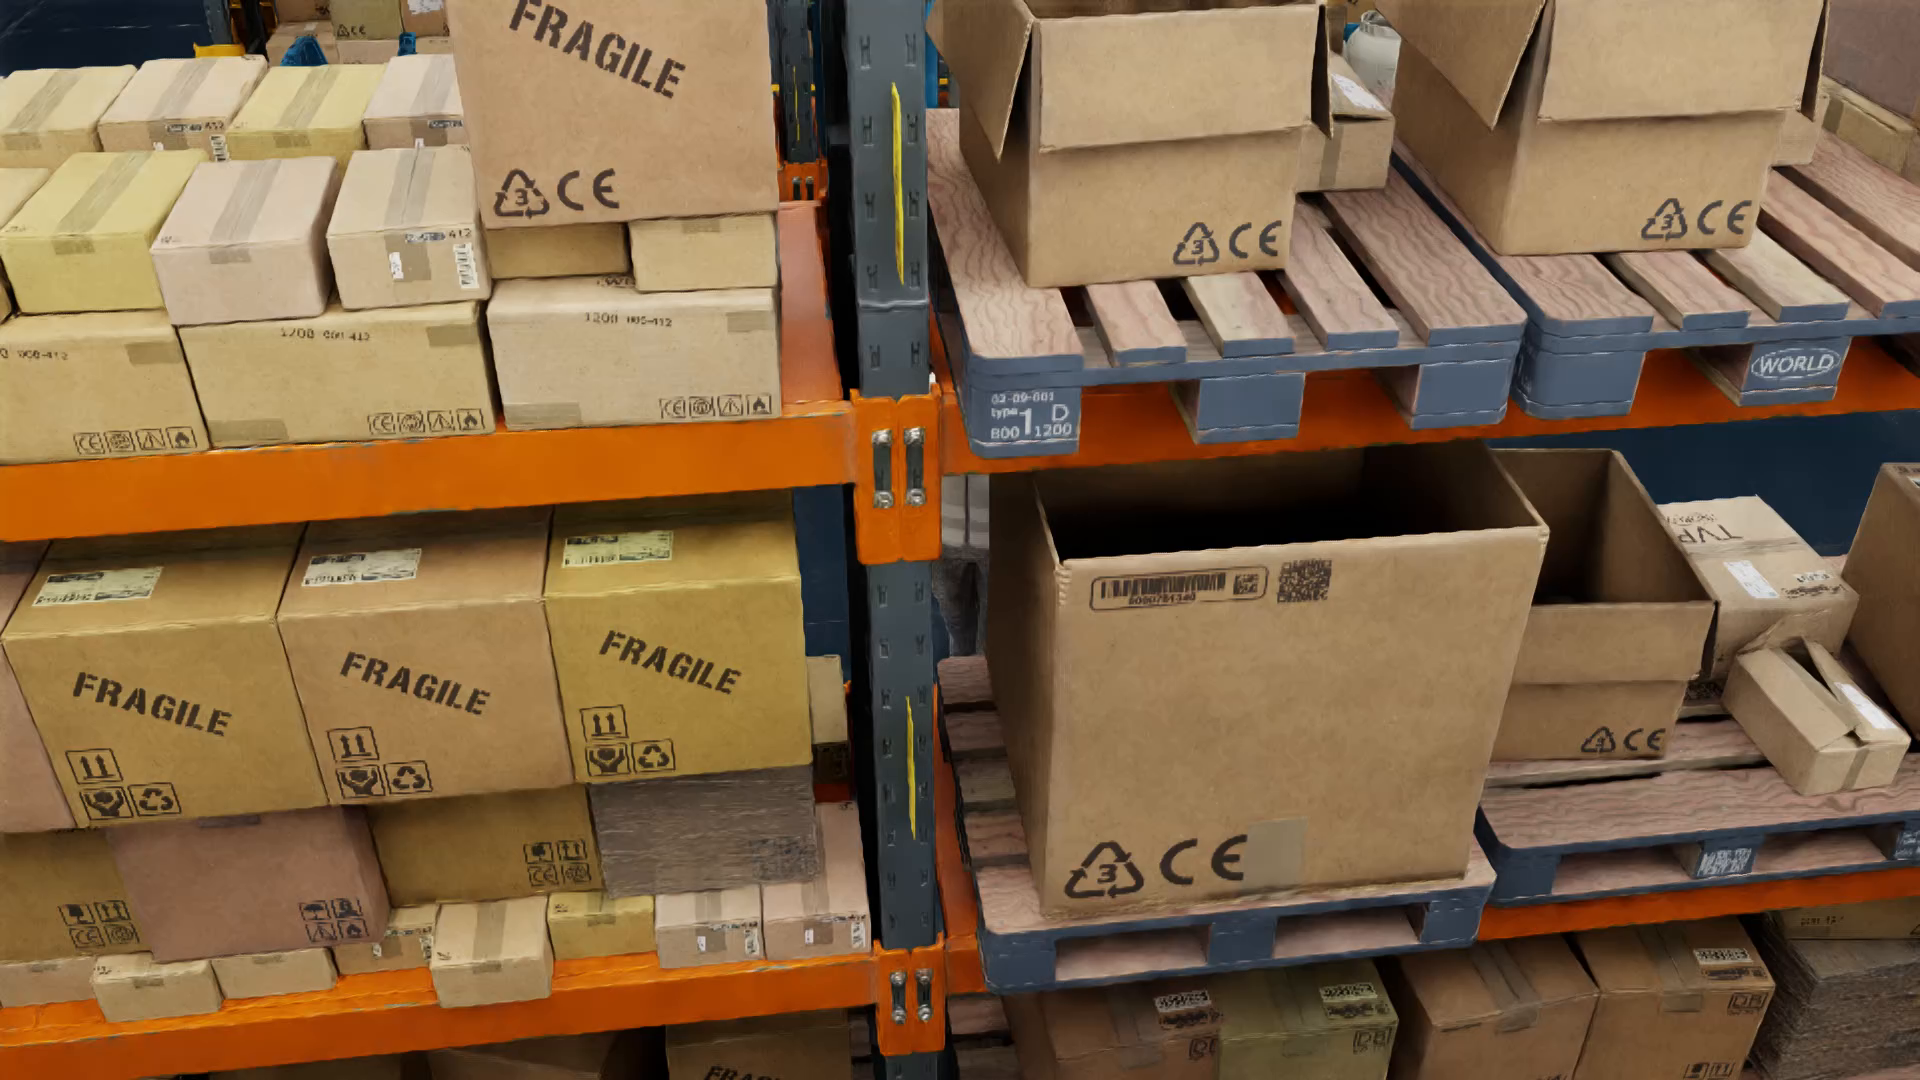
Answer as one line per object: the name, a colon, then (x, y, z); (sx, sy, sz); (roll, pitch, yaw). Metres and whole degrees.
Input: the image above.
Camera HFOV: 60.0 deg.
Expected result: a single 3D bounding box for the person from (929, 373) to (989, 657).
person: (0.062, -0.037, 6.141); (0.594, 1.785, 0.378); (7, 35, 10)
